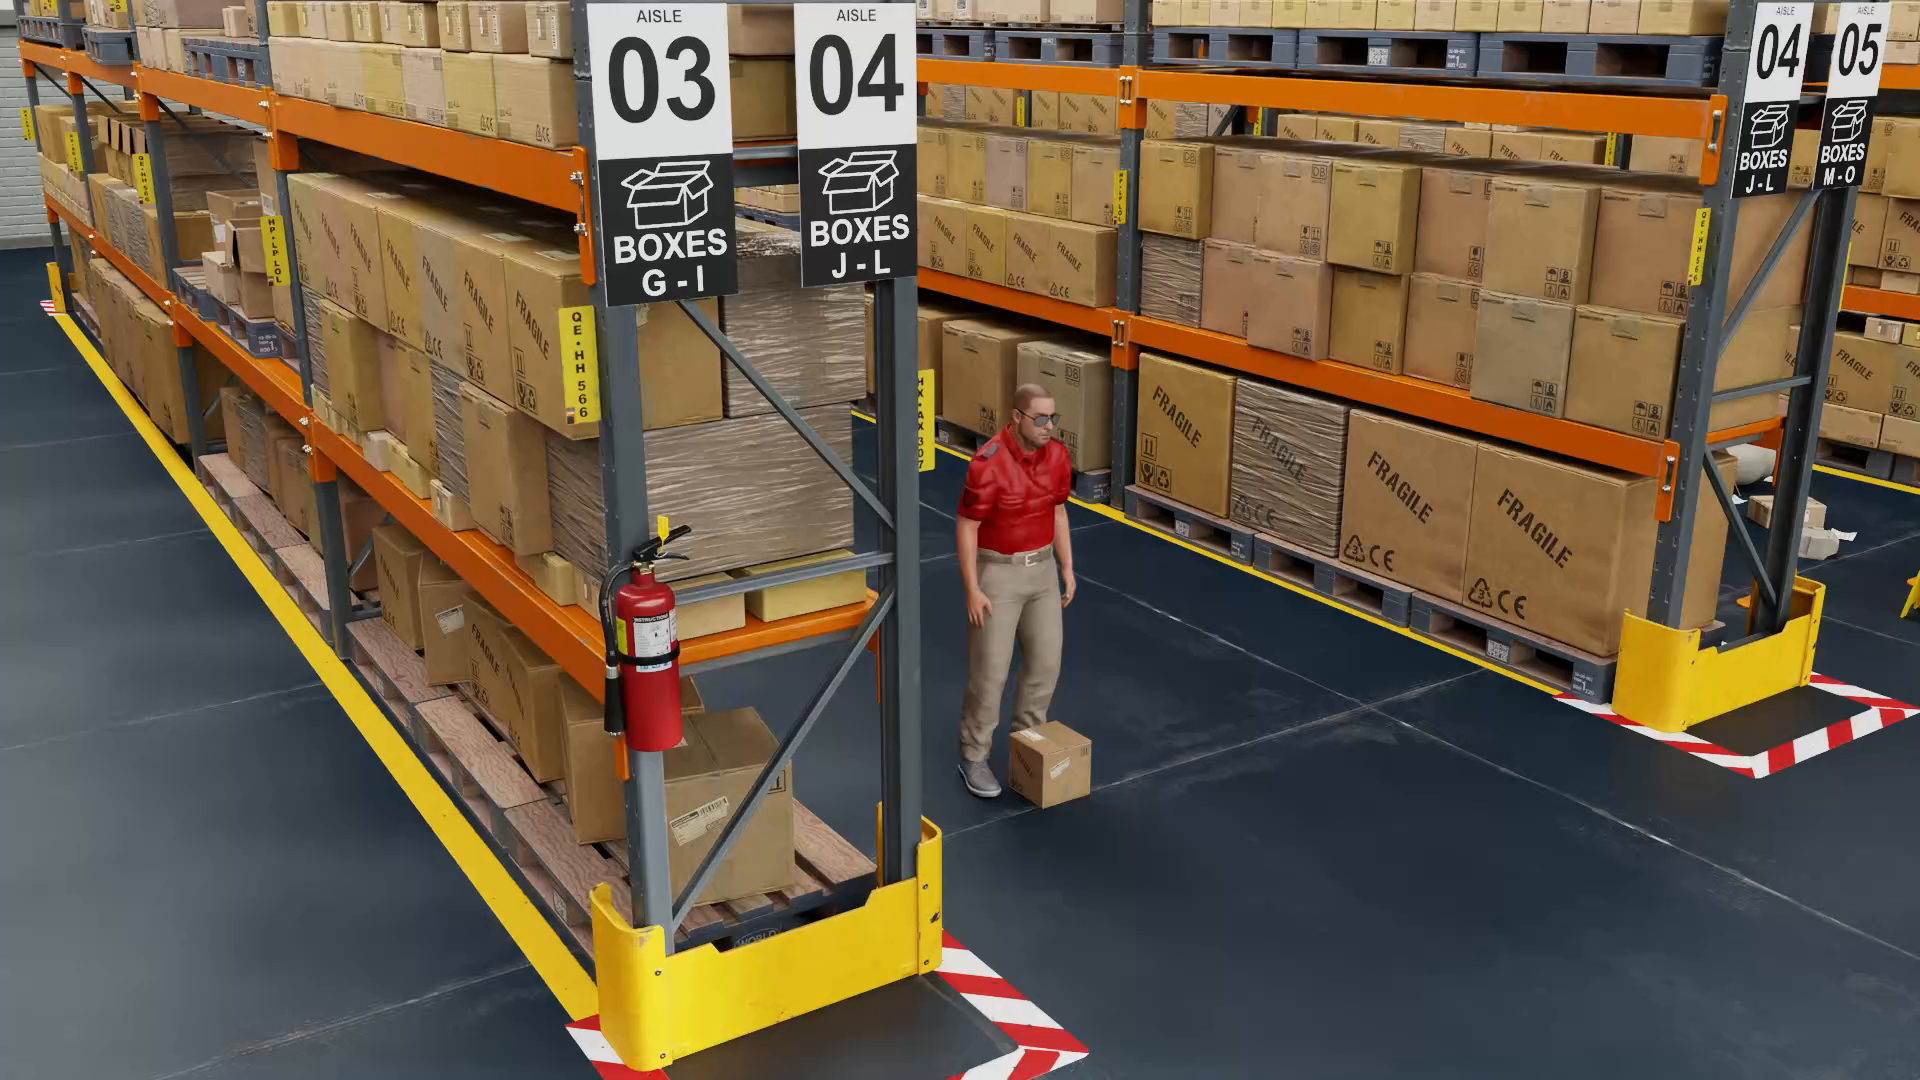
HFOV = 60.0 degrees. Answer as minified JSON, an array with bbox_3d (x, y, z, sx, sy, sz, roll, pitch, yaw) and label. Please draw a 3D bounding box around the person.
[{"bbox_3d":[0.240,0.180,7.021,0.606,1.727,0.389,-13,22,-35],"label":"person"}]
